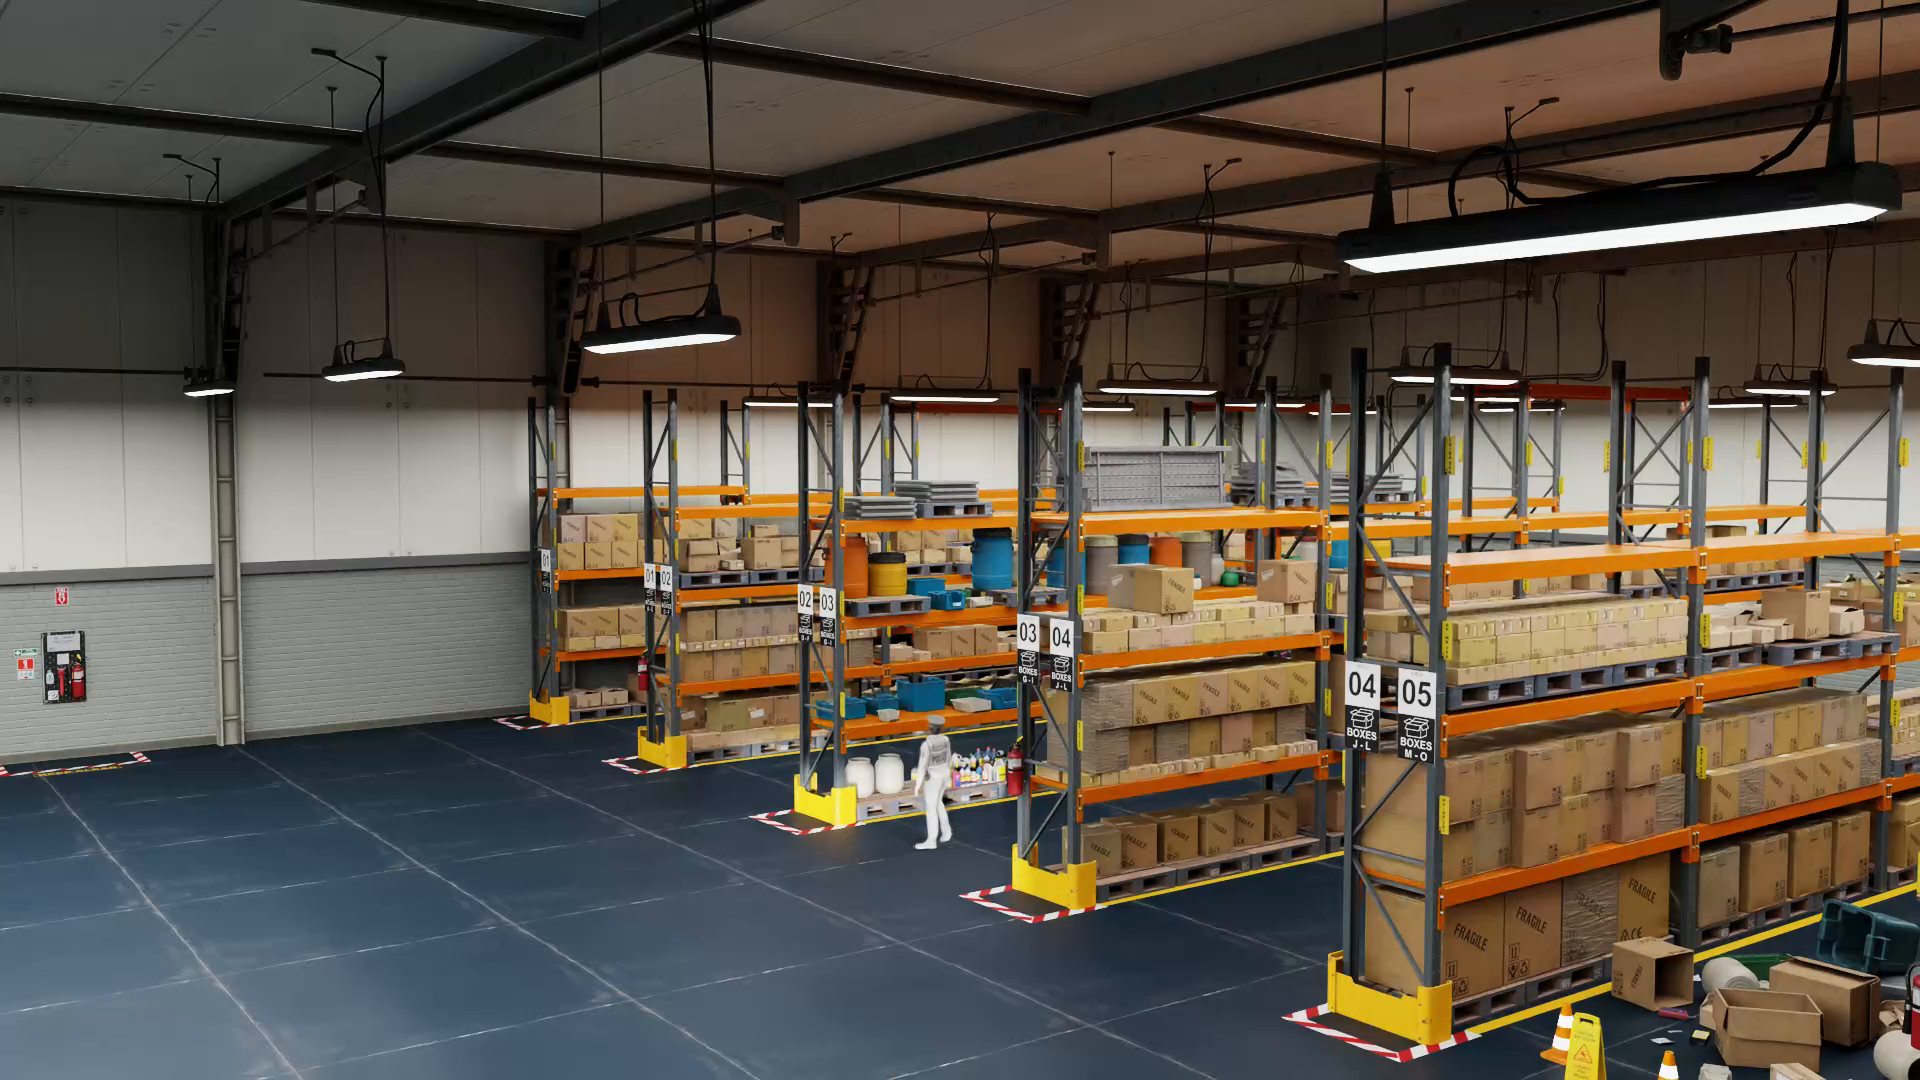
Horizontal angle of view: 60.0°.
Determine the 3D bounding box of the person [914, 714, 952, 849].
[{"bbox_3d":[-0.336,3.061,21.176,0.372,1.691,0.582,2,4,31],"label":"person"}]
